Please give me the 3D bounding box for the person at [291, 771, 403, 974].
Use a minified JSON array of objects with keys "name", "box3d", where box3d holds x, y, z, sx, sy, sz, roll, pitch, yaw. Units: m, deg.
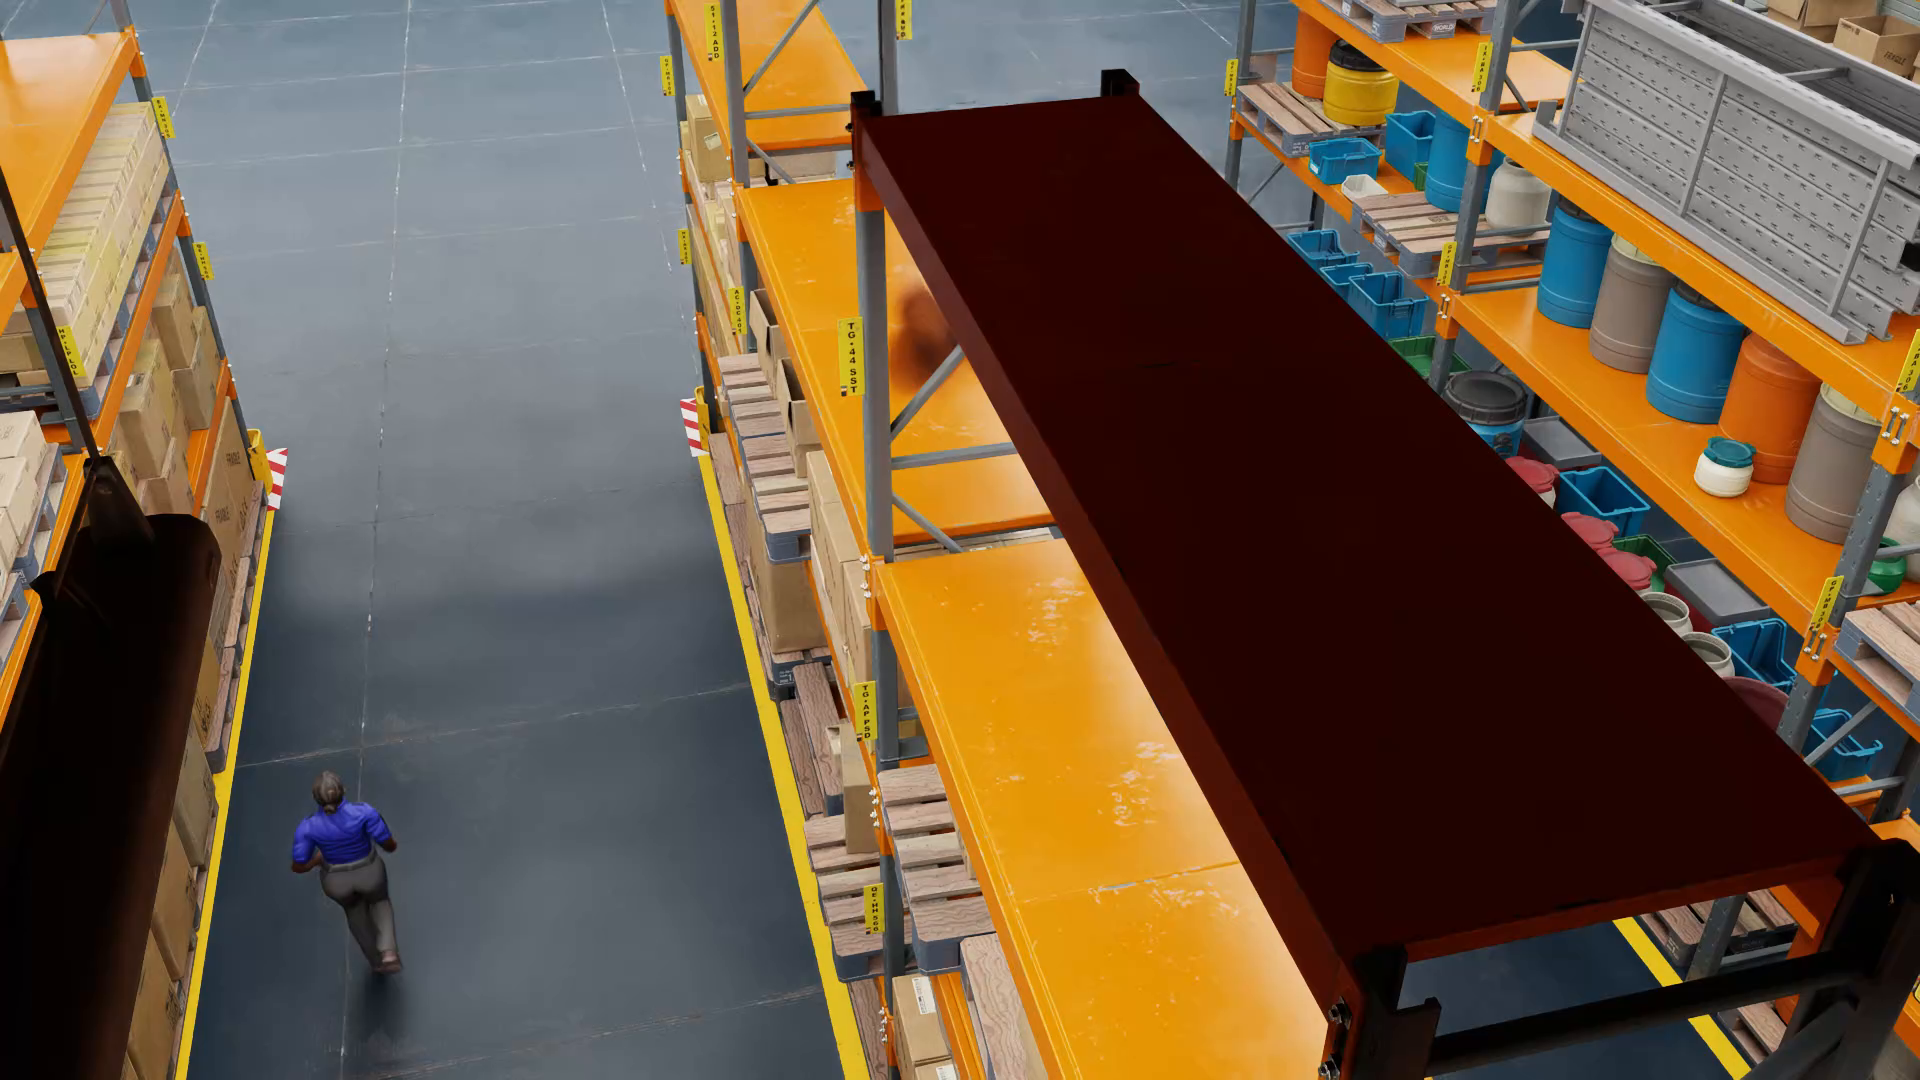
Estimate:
[{"name":"person","box3d":[-3.544,2.000,9.721,0.582,1.618,0.578,-12,36,-17]}]
